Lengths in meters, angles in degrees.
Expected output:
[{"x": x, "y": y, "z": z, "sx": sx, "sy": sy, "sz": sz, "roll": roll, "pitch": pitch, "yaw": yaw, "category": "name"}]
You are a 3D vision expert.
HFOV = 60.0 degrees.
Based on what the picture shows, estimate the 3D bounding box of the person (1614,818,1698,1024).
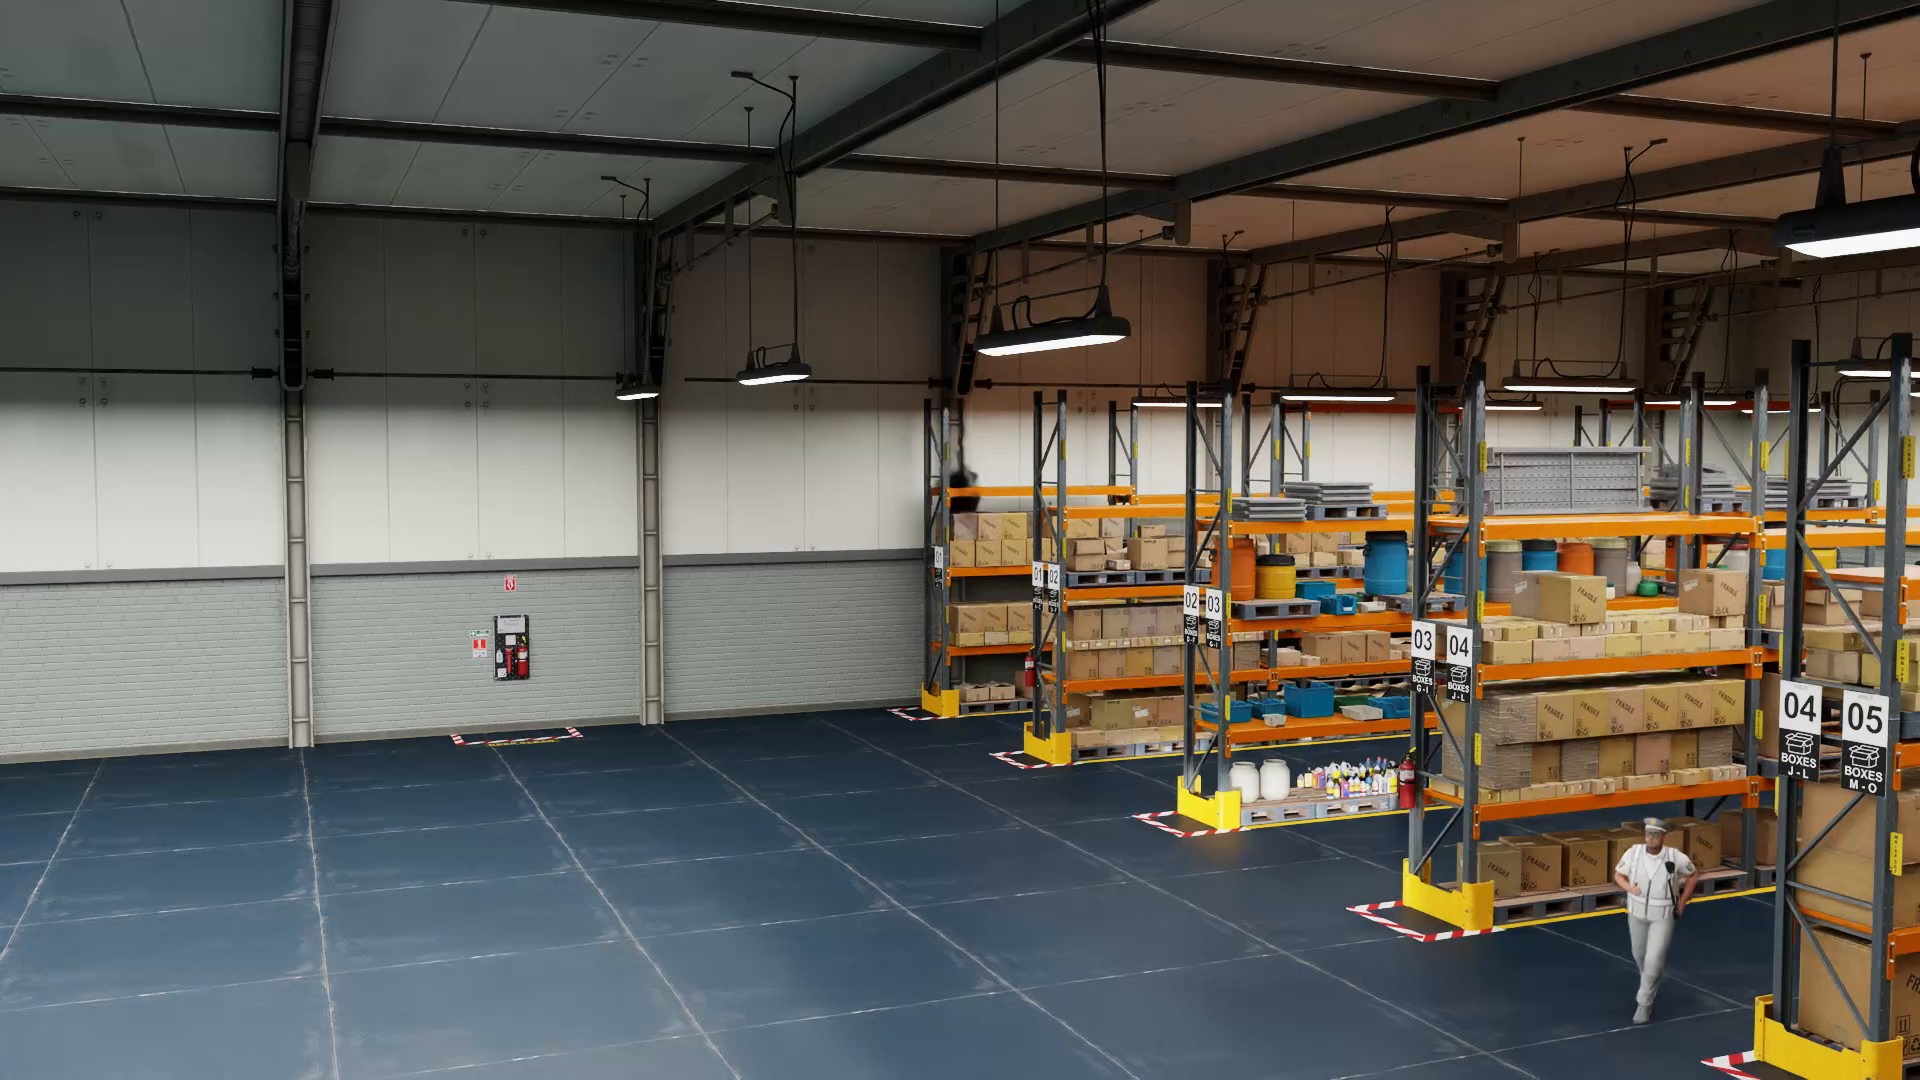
[{"x": 6.277, "y": 3.406, "z": 15.047, "sx": 0.663, "sy": 1.858, "sz": 0.820, "roll": 3, "pitch": 4, "yaw": 38, "category": "person"}]
